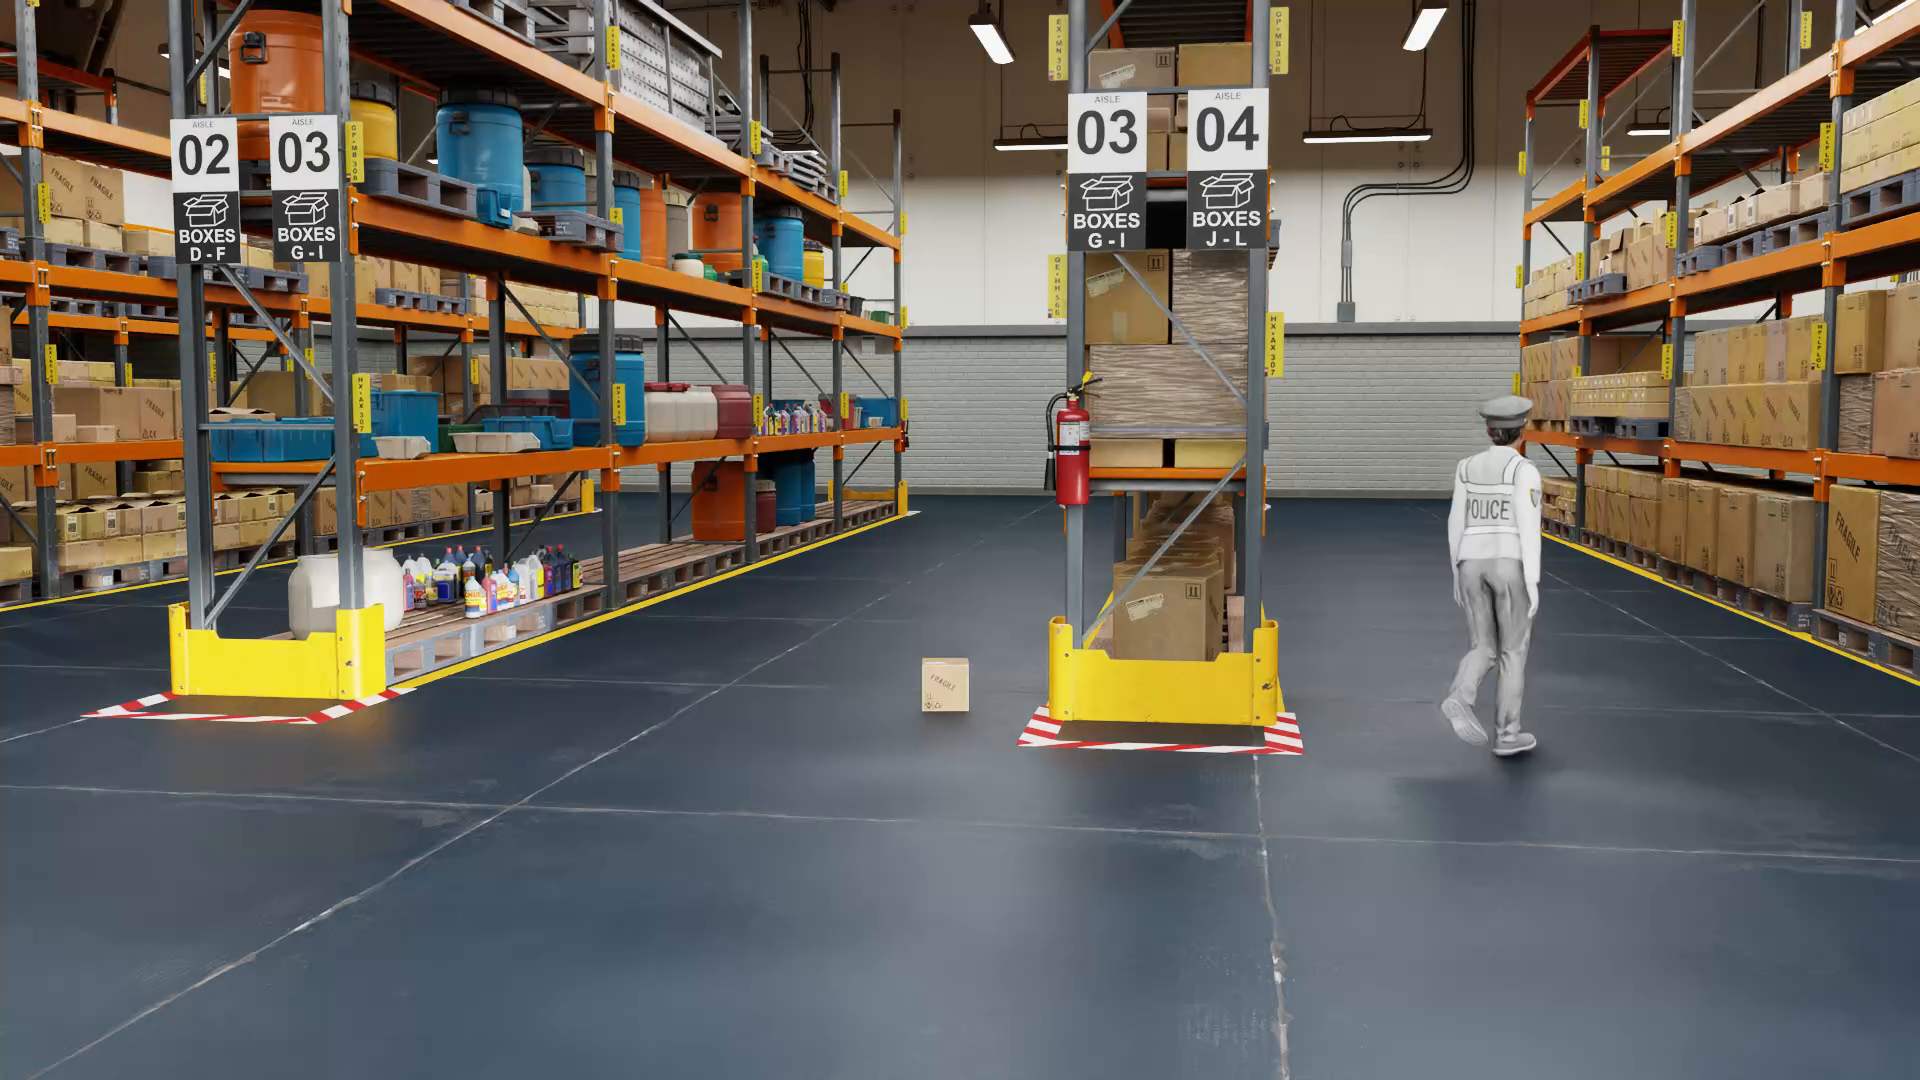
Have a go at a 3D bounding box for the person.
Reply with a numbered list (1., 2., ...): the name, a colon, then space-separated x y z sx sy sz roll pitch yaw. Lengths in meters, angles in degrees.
1. person: 2.409 0.162 7.656 0.602 1.654 0.530 -4 6 -39
